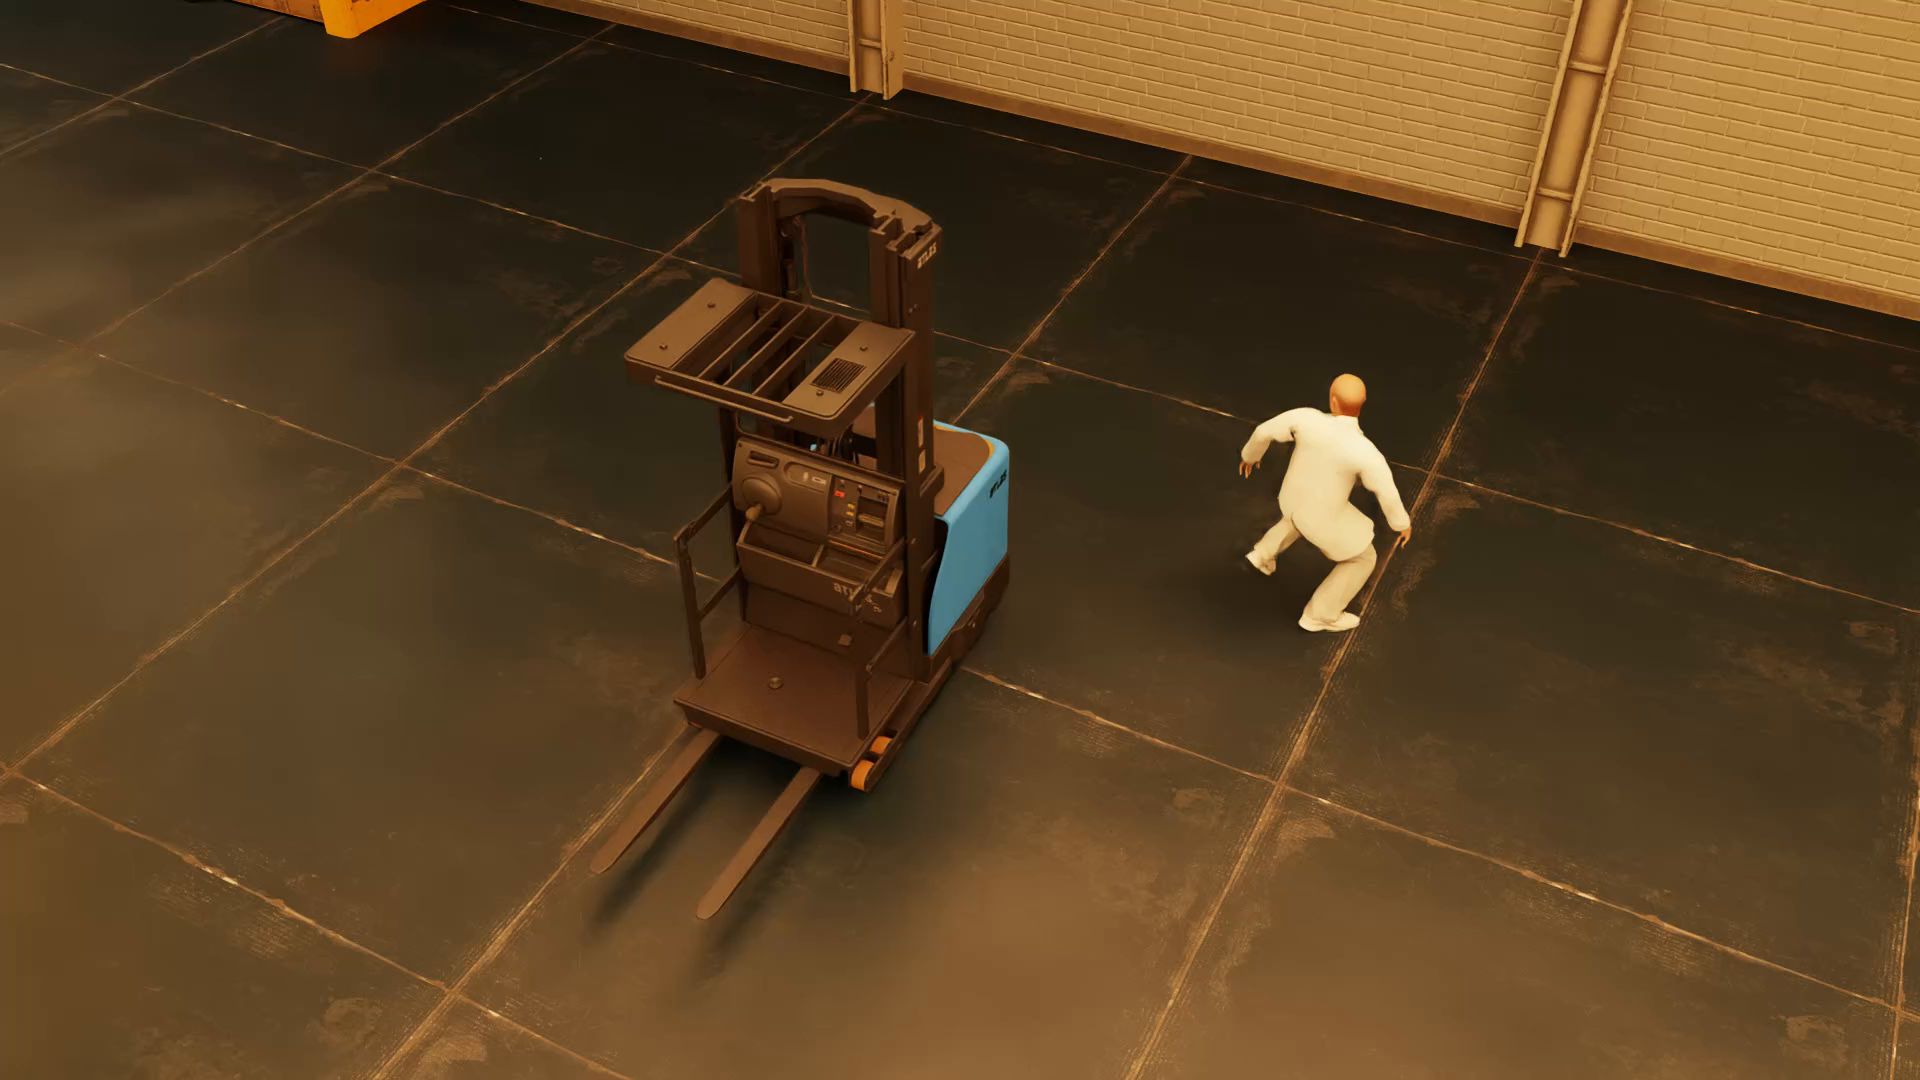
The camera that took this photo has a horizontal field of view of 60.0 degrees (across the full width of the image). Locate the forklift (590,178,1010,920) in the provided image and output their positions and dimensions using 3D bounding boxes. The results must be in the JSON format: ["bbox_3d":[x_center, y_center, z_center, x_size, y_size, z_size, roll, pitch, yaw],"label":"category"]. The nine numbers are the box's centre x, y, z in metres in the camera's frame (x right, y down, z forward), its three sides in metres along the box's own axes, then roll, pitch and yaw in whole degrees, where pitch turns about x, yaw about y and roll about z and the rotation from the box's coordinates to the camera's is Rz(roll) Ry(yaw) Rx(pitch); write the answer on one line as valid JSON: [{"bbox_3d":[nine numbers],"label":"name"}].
[{"bbox_3d":[-0.818,-0.136,8.147,1.130,2.935,3.031,18,43,20],"label":"forklift"}]

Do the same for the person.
[{"bbox_3d":[2.023,-0.229,9.272,0.593,1.669,0.922,-23,45,-24],"label":"person"}]
